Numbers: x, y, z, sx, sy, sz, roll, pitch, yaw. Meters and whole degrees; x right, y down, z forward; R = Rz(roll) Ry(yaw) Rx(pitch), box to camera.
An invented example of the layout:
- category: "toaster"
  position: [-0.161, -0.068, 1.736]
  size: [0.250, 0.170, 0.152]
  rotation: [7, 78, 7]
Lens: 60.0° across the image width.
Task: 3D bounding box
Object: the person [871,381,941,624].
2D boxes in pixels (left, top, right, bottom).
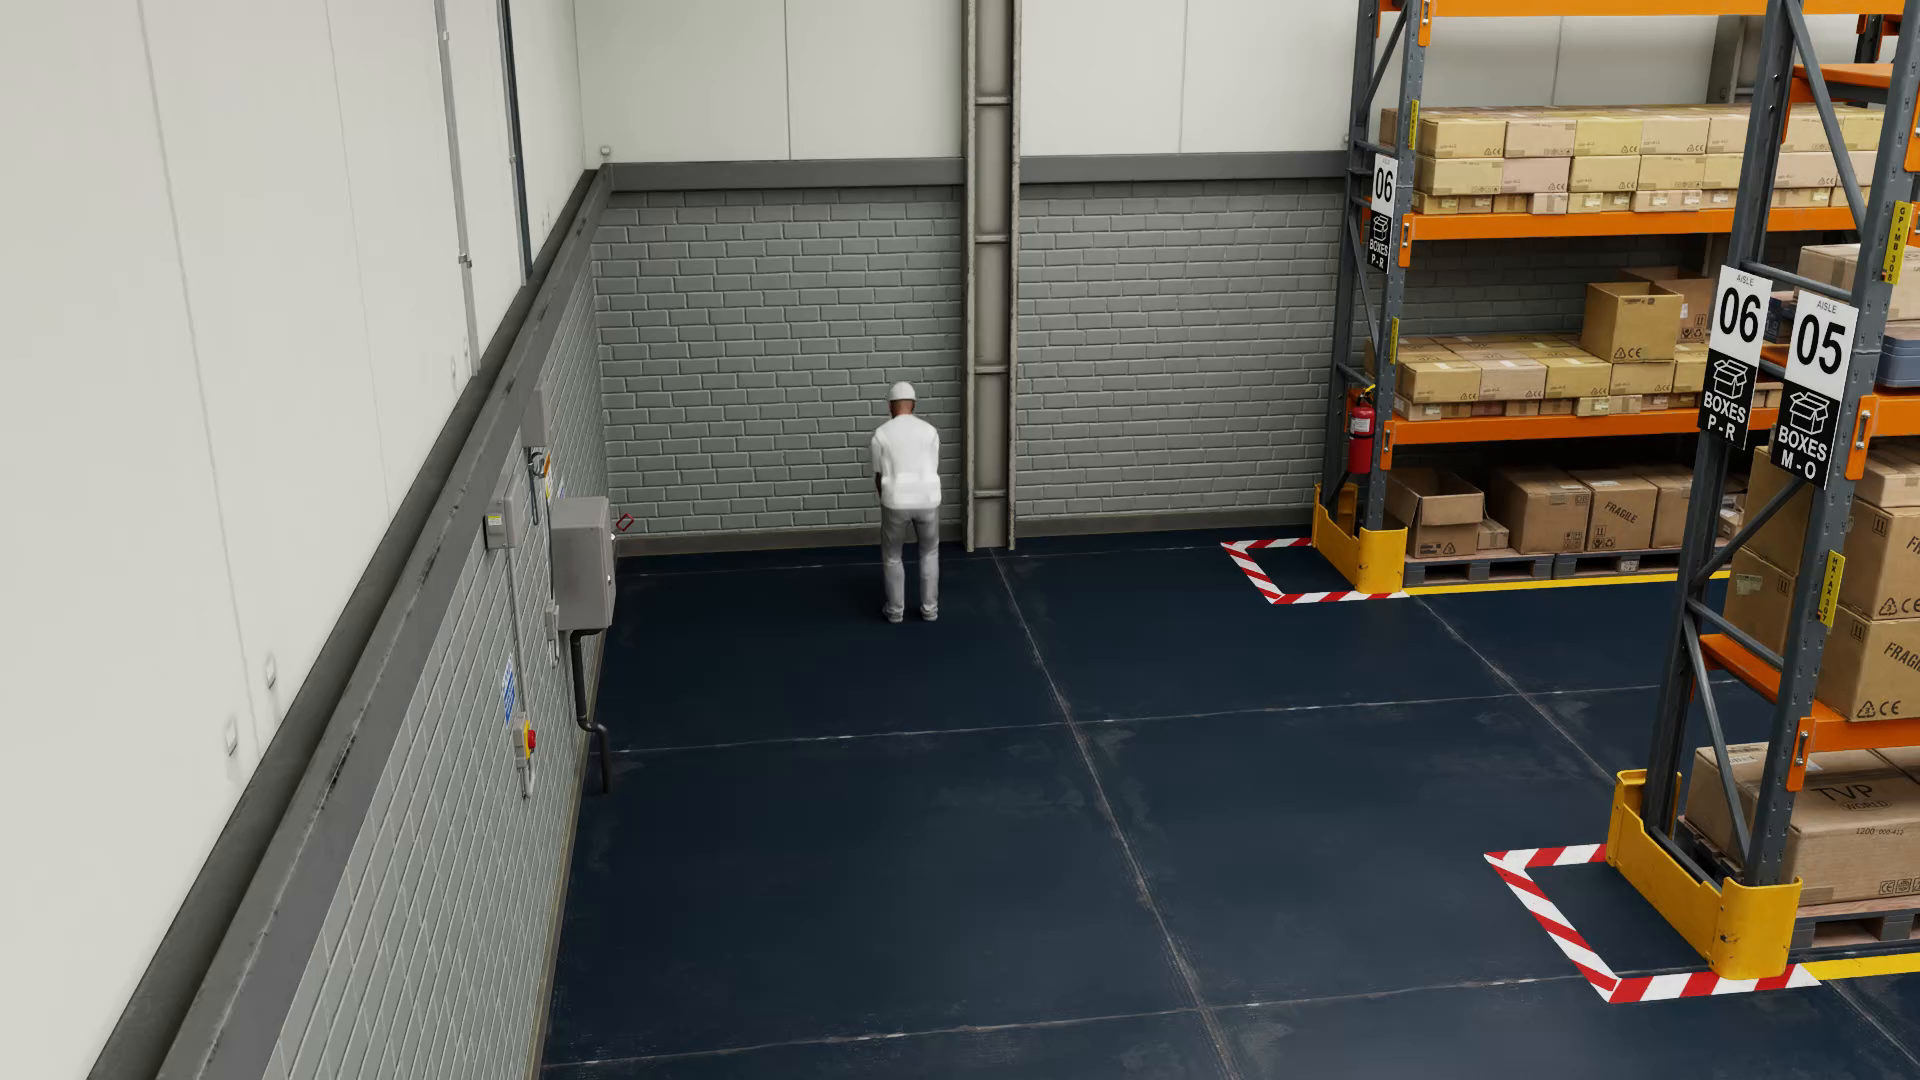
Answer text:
- category: "person"
  position: [-0.387, -0.276, 11.906]
  size: [0.488, 1.693, 0.636]
  rotation: [-3, 20, -9]
